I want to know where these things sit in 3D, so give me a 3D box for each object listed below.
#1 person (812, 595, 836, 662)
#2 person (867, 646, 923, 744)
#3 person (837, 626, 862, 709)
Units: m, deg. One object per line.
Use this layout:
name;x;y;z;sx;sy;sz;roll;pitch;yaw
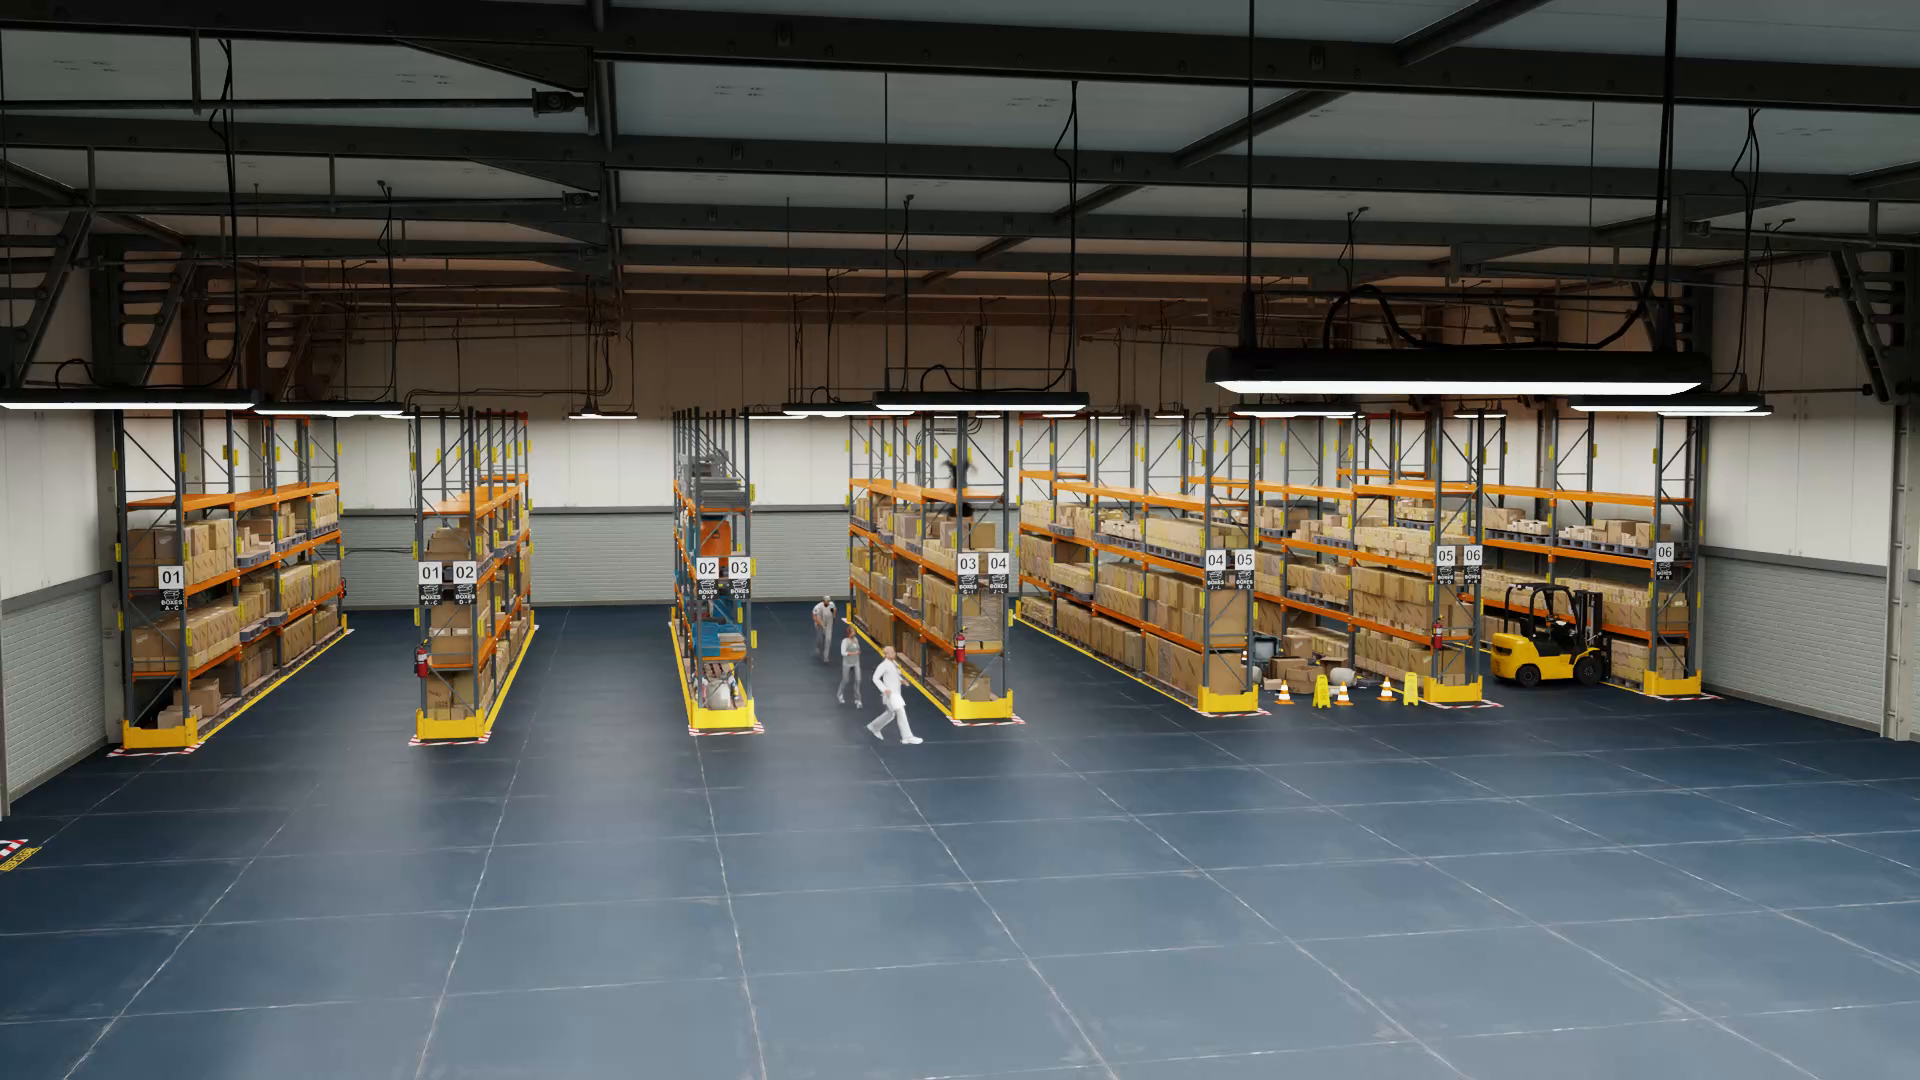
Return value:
person;-3.297;2.102;40.100;0.628;1.630;0.999;-2;4;-24
person;-1.202;2.737;29.392;1.055;1.743;0.759;1;4;15
person;-2.217;2.533;33.368;0.497;1.624;0.822;-3;5;-33
